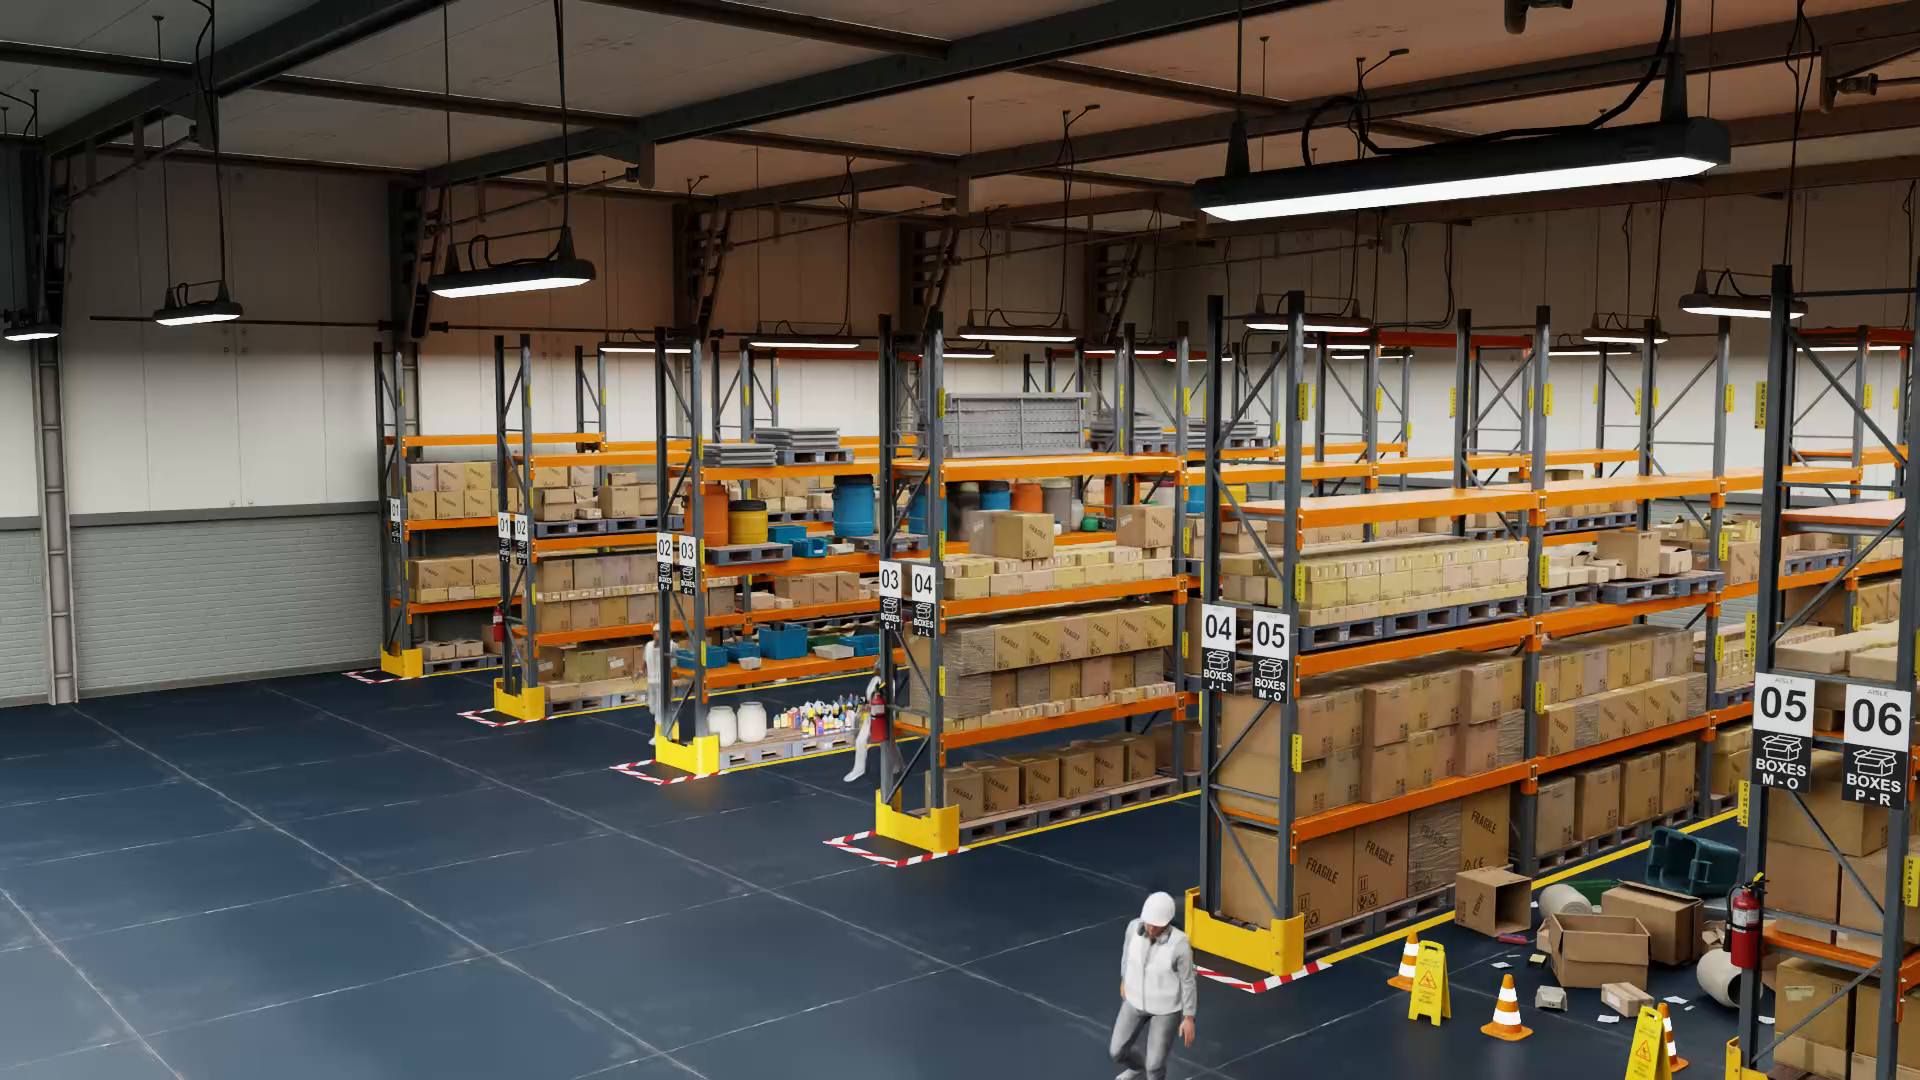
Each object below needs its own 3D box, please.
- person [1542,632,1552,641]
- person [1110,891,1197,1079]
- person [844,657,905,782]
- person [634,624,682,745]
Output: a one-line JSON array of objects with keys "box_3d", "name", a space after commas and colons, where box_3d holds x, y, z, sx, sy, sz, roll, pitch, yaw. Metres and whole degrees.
[{"box_3d": [8.611, 2.150, 24.464, 0.570, 1.607, 0.619, 4, 6, 36], "name": "person"}, {"box_3d": [1.364, 3.244, 11.734, 0.778, 1.694, 0.685, 3, 6, 33], "name": "person"}, {"box_3d": [-1.025, 2.335, 21.825, 0.835, 1.667, 0.641, -4, 7, -41], "name": "person"}, {"box_3d": [-4.352, 2.085, 24.413, 0.694, 1.749, 0.813, 2, 6, 22], "name": "person"}]
